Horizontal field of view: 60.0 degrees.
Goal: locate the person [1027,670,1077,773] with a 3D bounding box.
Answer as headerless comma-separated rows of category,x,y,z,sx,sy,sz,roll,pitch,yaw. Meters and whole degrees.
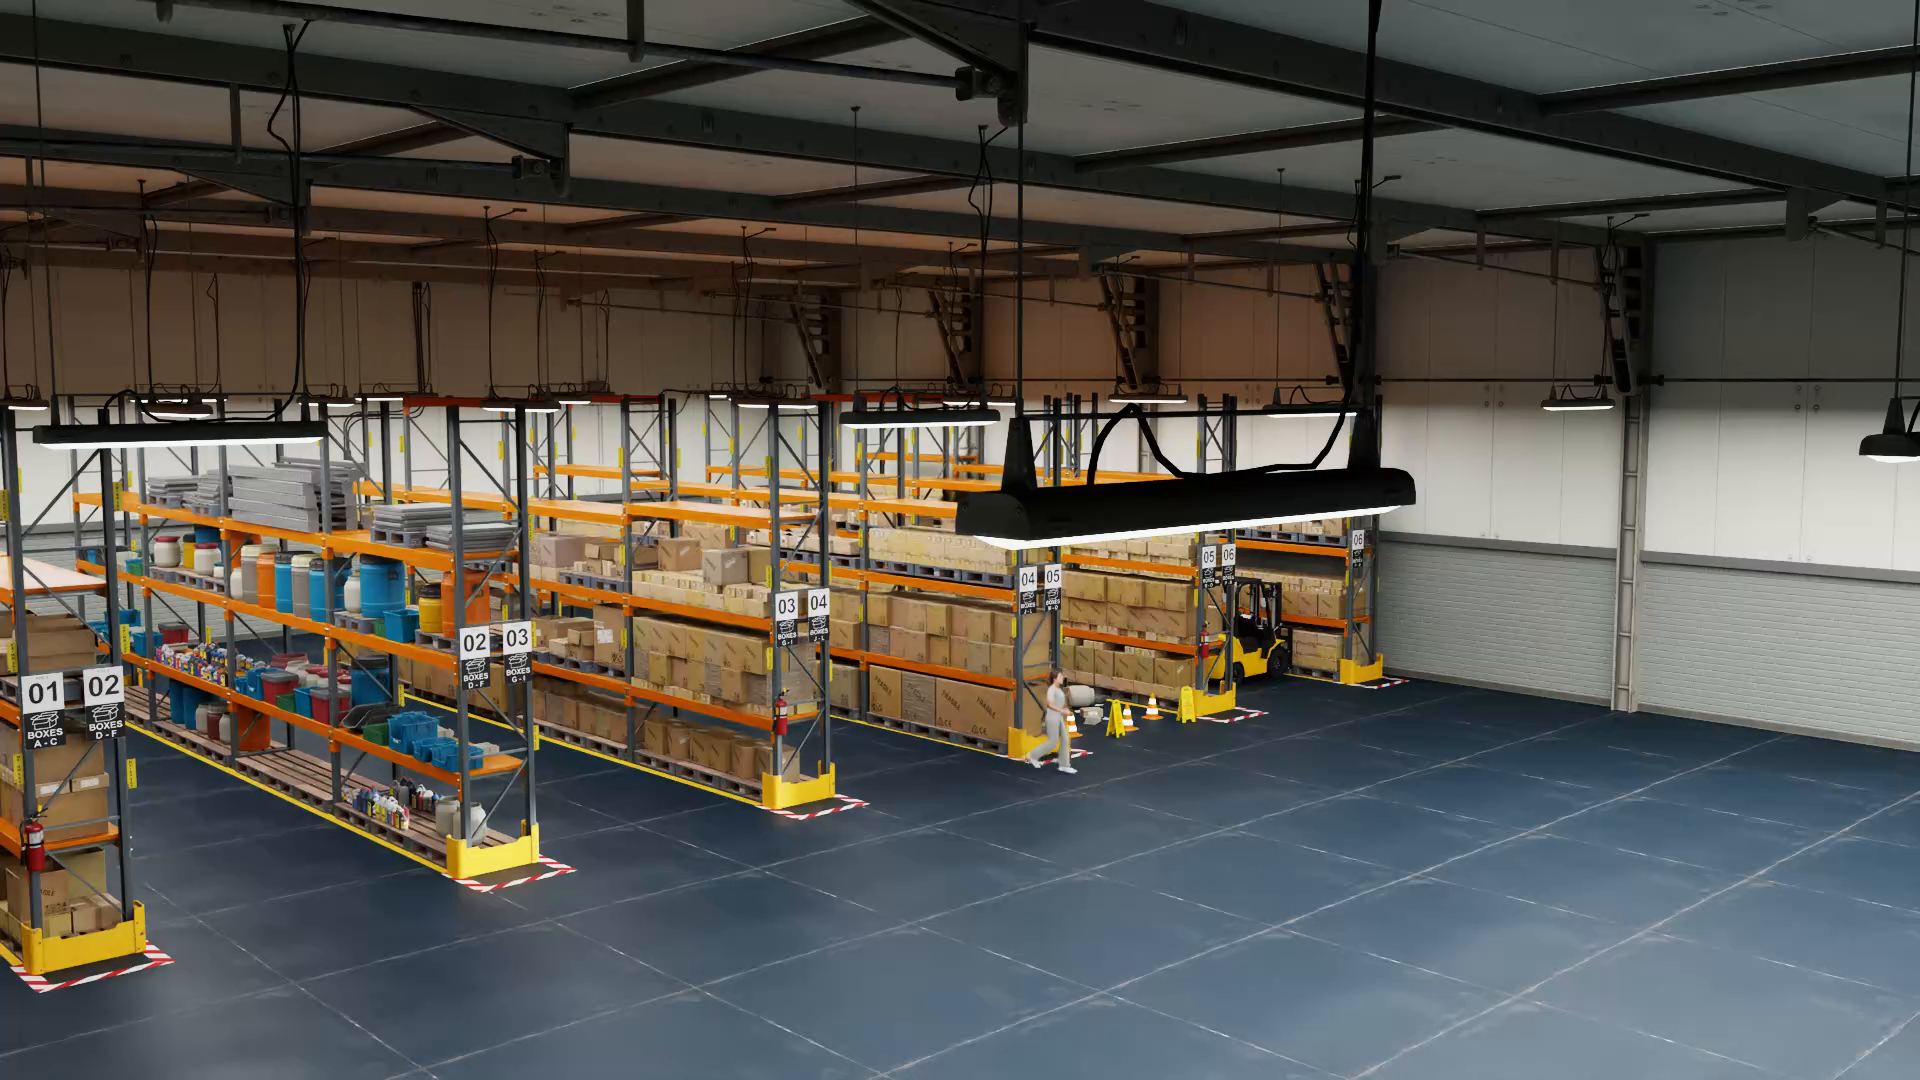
person,1.495,2.914,26.824,0.823,1.676,0.589,2,6,17
